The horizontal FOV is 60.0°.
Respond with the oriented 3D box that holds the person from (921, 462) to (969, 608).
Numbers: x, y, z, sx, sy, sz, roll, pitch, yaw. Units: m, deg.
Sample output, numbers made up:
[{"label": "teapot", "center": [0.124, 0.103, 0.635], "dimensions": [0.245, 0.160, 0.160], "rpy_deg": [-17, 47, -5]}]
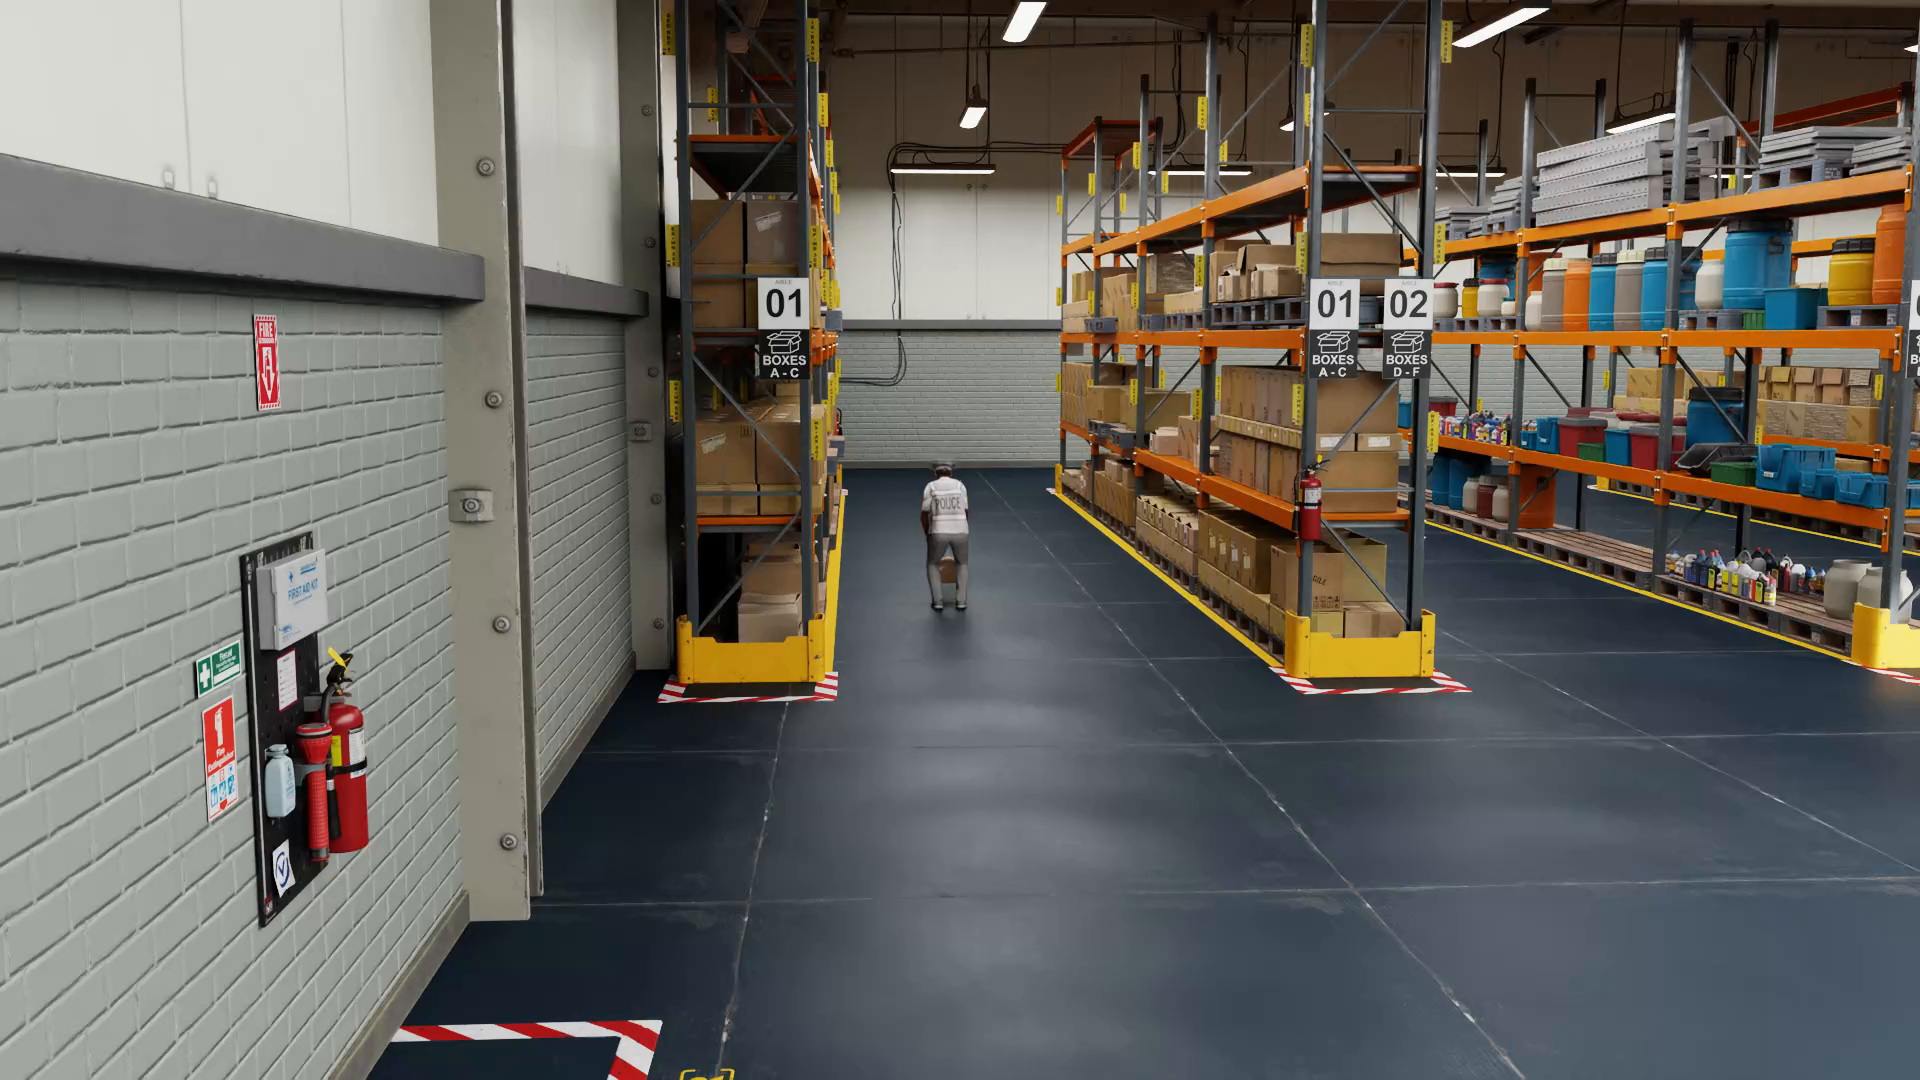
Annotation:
[{"label": "person", "center": [-0.155, -0.046, 16.911], "dimensions": [0.490, 1.487, 0.628], "rpy_deg": [0, 7, -3]}]
